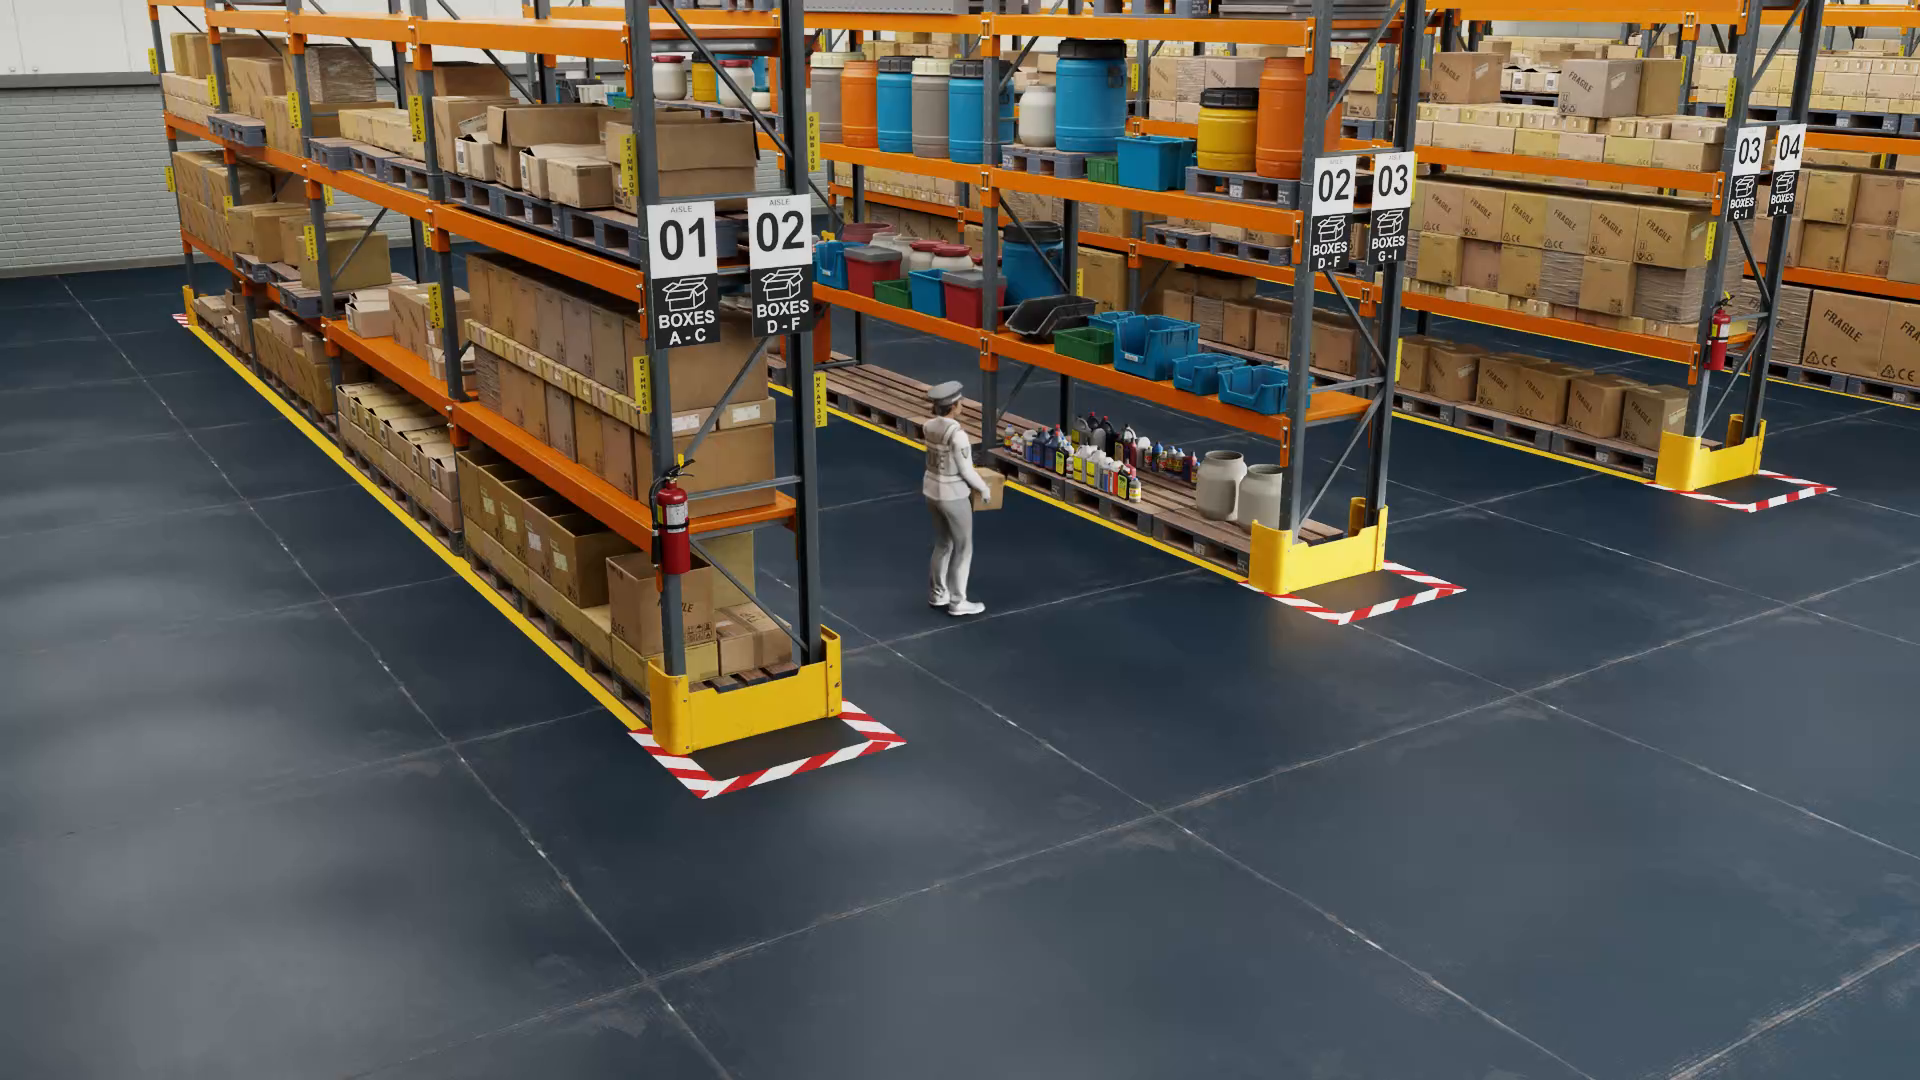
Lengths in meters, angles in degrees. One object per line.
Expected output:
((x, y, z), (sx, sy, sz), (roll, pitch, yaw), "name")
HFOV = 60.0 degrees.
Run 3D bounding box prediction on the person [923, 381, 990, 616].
((-0.030, -0.314, 11.966), (0.451, 1.688, 0.495), (-12, 22, -32), "person")
